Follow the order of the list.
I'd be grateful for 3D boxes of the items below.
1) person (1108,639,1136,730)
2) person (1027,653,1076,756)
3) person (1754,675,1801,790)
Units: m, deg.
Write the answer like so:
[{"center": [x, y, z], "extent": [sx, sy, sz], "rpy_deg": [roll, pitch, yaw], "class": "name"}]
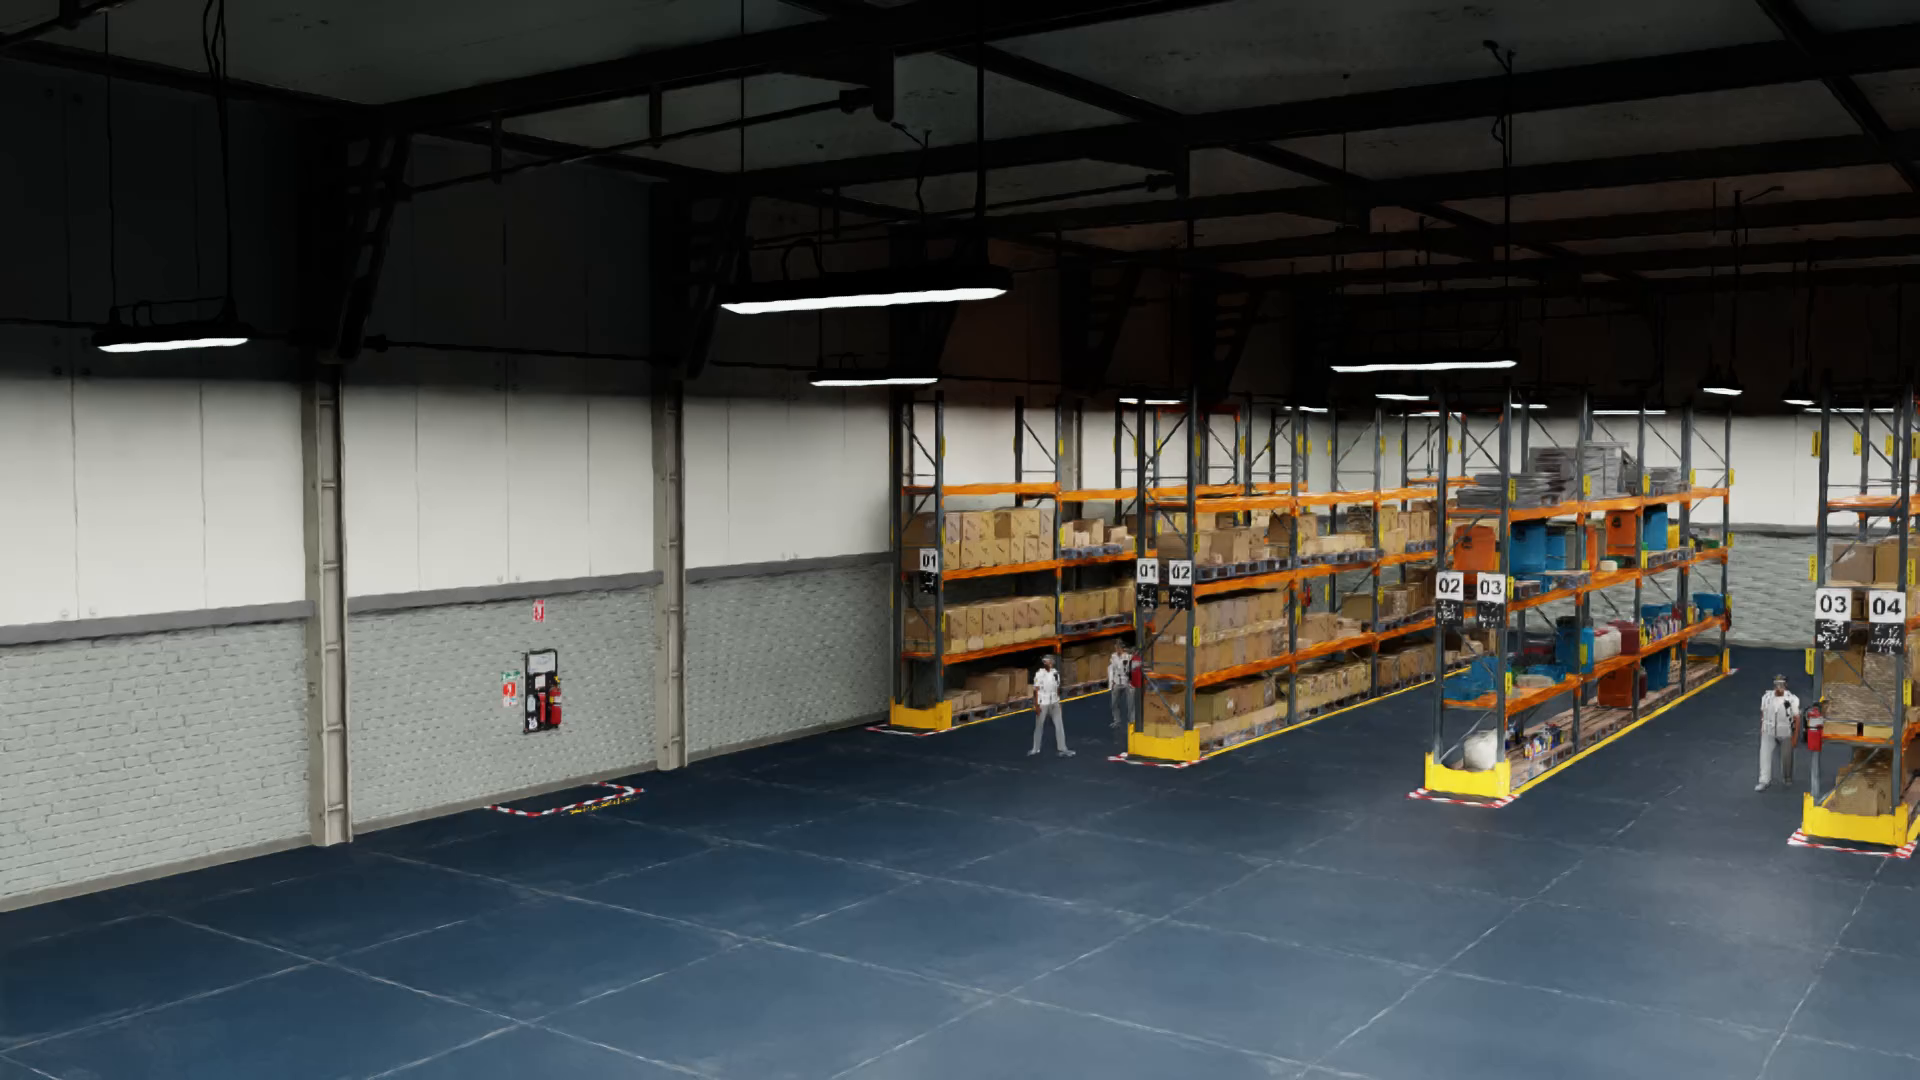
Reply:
[{"center": [2.877, 2.544, 29.322], "extent": [0.637, 1.632, 0.512], "rpy_deg": [2, 4, 32], "class": "person"}, {"center": [1.458, 2.644, 26.858], "extent": [0.697, 1.670, 0.555], "rpy_deg": [-1, 3, -19], "class": "person"}, {"center": [11.914, 2.780, 24.178], "extent": [0.541, 1.672, 1.116], "rpy_deg": [2, 4, 34], "class": "person"}]
